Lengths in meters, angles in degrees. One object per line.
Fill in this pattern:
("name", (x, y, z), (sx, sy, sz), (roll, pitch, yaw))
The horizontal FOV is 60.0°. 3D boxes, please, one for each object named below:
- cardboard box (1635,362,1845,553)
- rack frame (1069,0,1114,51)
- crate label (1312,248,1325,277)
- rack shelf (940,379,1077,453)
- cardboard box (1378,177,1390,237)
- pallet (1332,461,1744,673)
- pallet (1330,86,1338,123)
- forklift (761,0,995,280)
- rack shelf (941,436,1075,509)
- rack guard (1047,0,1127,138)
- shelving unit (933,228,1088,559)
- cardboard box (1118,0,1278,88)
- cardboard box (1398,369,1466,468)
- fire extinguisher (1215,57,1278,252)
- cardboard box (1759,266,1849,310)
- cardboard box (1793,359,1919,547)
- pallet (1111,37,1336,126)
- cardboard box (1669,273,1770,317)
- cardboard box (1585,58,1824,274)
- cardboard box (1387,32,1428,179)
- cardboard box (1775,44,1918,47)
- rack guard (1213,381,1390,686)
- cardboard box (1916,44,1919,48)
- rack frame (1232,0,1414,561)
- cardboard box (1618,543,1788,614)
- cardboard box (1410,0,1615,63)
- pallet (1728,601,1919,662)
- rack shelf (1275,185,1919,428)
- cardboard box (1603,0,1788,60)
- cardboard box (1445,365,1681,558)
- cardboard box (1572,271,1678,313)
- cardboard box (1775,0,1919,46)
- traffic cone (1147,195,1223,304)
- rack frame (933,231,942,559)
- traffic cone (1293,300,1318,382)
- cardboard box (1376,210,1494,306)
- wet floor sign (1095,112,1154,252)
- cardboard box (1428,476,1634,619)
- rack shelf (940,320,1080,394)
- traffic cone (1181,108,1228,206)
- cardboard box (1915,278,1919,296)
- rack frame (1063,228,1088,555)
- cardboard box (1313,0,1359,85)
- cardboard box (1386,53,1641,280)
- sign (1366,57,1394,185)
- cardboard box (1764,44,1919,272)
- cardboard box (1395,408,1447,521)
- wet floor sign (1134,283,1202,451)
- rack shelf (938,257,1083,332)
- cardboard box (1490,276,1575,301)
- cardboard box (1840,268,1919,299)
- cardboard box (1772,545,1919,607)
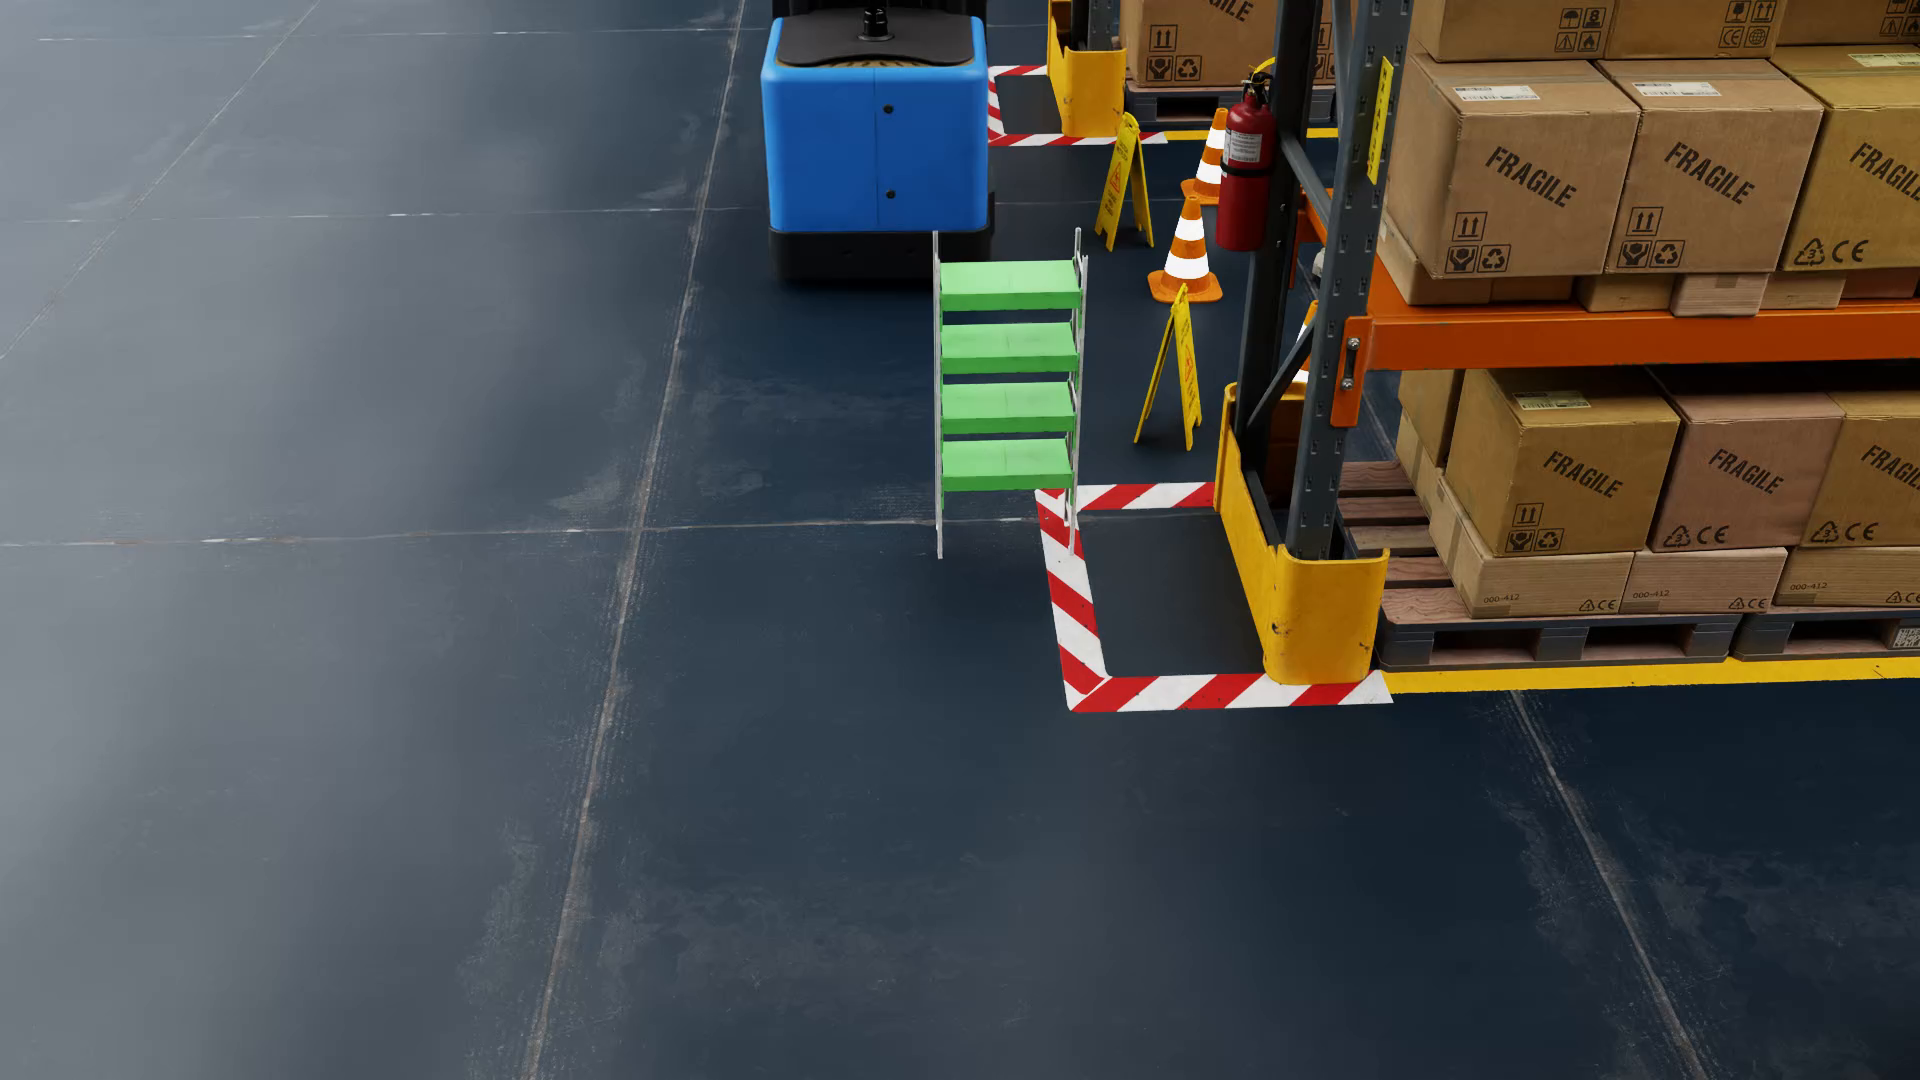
("cardboard box", (2.469, -0.314, 5.457), (0.500, 0.500, 0.500), (-3, 35, -4))
("rack frame", (0.769, -3.893, 9.239), (0.127, 3.000, 1.000), (-2, 35, -2))
("crate label", (1.863, -1.328, 8.048), (0.298, 0.136, 0.250), (-20, 39, -26))
("rack shelf", (0.165, -0.445, 5.951), (0.480, 0.148, 0.258), (-2, 35, -2))
("cardboard box", (1.468, -1.110, 5.439), (0.250, 0.149, 0.380), (0, 35, -1))
("pallet", (1.994, 0.061, 5.976), (1.213, 0.211, 1.003), (-2, 35, -2))
("pallet", (2.780, -2.843, 10.173), (1.213, 0.211, 1.003), (-2, 35, -2))
("forklift", (-0.413, -3.249, 8.369), (1.130, 2.935, 3.031), (-1, 35, -1))
("rack shelf", (0.165, -0.248, 6.088), (0.480, 0.148, 0.258), (-2, 35, -2))
("rack guard", (0.745, -2.864, 9.950), (0.348, 0.500, 1.175), (-2, 35, -2))
("shelving unit", (0.165, -0.498, 5.915), (0.503, 1.200, 0.258), (-2, 35, -2))
("cardboard box", (1.444, -3.248, 9.805), (0.875, 0.875, 0.875), (-1, 35, -2))
("cardboard box", (1.893, -0.602, 5.872), (0.500, 0.500, 0.500), (-1, 35, -2))
("fire extinguisher", (0.968, -1.309, 5.573), (0.183, 0.674, 0.296), (-2, 35, -2))
("cardboard box", (2.487, -0.853, 5.067), (0.250, 0.149, 0.380), (-1, 35, -1))
("cardboard box", (2.971, -0.323, 5.469), (0.500, 0.500, 0.500), (-1, 35, -1))
("pallet", (1.564, -2.812, 10.128), (1.213, 0.211, 1.003), (-2, 35, -2))
("cardboard box", (2.230, -0.827, 5.029), (0.250, 0.149, 0.380), (-1, 35, -1))
("cardboard box", (2.108, -1.116, 4.878), (0.500, 0.500, 0.500), (-1, 35, -1))
("cardboard box", (1.634, -1.417, 5.312), (0.500, 0.500, 0.500), (-2, 35, -3))
("cardboard box", (2.634, -1.439, 5.344), (0.500, 0.500, 0.500), (-2, 35, -2))
("rack guard", (1.181, -0.056, 5.892), (0.348, 0.500, 1.175), (-2, 35, -2))
("cardboard box", (3.125, -1.149, 4.925), (0.500, 0.500, 0.500), (-2, 35, -3))
("rack frame", (1.105, -1.082, 5.177), (0.127, 3.000, 1.000), (-2, 35, -2))
("cardboard box", (2.434, 0.002, 5.658), (0.500, 0.250, 0.500), (0, 35, -1))
("cardboard box", (1.605, -1.794, 4.979), (0.500, 0.500, 0.700), (-2, 35, -3))
("pallet", (3.209, 0.030, 6.022), (1.213, 0.211, 1.003), (-2, 35, -2))
("rack shelf", (3.102, -0.840, 5.460), (4.000, 0.370, 1.077), (-2, 35, -2))
("cardboard box", (2.110, -1.804, 4.993), (0.500, 0.500, 0.700), (-1, 35, -2))
("cardboard box", (1.947, -0.298, 5.433), (0.500, 0.500, 0.500), (-3, 35, -4))
("cardboard box", (1.974, -0.846, 5.057), (0.250, 0.149, 0.380), (-3, 35, -4))
("cardboard box", (2.615, -1.876, 5.097), (0.500, 0.500, 0.700), (-2, 35, -3))
("traffic cone", (1.081, -1.405, 7.874), (0.334, 0.463, 0.336), (-2, 35, -2))
("rack frame", (-0.079, -0.491, 5.905), (0.015, 1.200, 0.240), (-2, 35, -2))
("traffic cone", (1.473, -0.784, 6.976), (0.334, 0.463, 0.336), (-2, 35, -2))
("cardboard box", (1.454, -0.870, 5.092), (0.250, 0.149, 0.380), (-1, 35, -2))
("wet floor sign", (0.834, -1.799, 8.282), (0.232, 0.644, 0.267), (-7, 35, -10))
("cardboard box", (1.923, 0.012, 5.645), (0.500, 0.250, 0.500), (-2, 35, -3))
("rack shelf", (0.165, -0.643, 5.815), (0.480, 0.148, 0.258), (-2, 35, -2))
("traffic cone", (1.367, -2.057, 8.815), (0.334, 0.463, 0.336), (-2, 35, -2))
("cardboard box", (3.012, -0.884, 5.113), (0.250, 0.149, 0.380), (-2, 35, -3))
("rack frame", (0.409, -0.504, 5.924), (0.015, 1.200, 0.240), (-2, 35, -2))
("cardboard box", (2.322, -3.273, 9.841), (0.875, 0.875, 0.875), (-2, 35, -3))
("cardboard box", (1.591, -1.100, 4.855), (0.500, 0.500, 0.500), (-2, 35, -3))
("sign", (1.130, -1.129, 4.485), (0.005, 0.325, 0.100), (-2, 35, -2))
("cardboard box", (2.617, -1.131, 4.899), (0.500, 0.500, 0.500), (-2, 35, -3))
("cardboard box", (1.923, -0.299, 6.094), (0.500, 0.250, 0.500), (-2, 35, -2))
("wet floor sign", (0.864, -0.717, 6.719), (0.232, 0.644, 0.267), (10, 36, 14))
("rack shelf", (0.165, -0.840, 5.678), (0.480, 0.148, 0.258), (-2, 35, -2))
("cardboard box", (1.705, -0.885, 5.114), (0.250, 0.149, 0.380), (-1, 35, -2))
("cardboard box", (2.748, -0.894, 5.127), (0.250, 0.149, 0.380), (0, 35, -1))
("cardboard box", (2.978, -0.020, 5.690), (0.500, 0.250, 0.500), (1, 35, 1))
